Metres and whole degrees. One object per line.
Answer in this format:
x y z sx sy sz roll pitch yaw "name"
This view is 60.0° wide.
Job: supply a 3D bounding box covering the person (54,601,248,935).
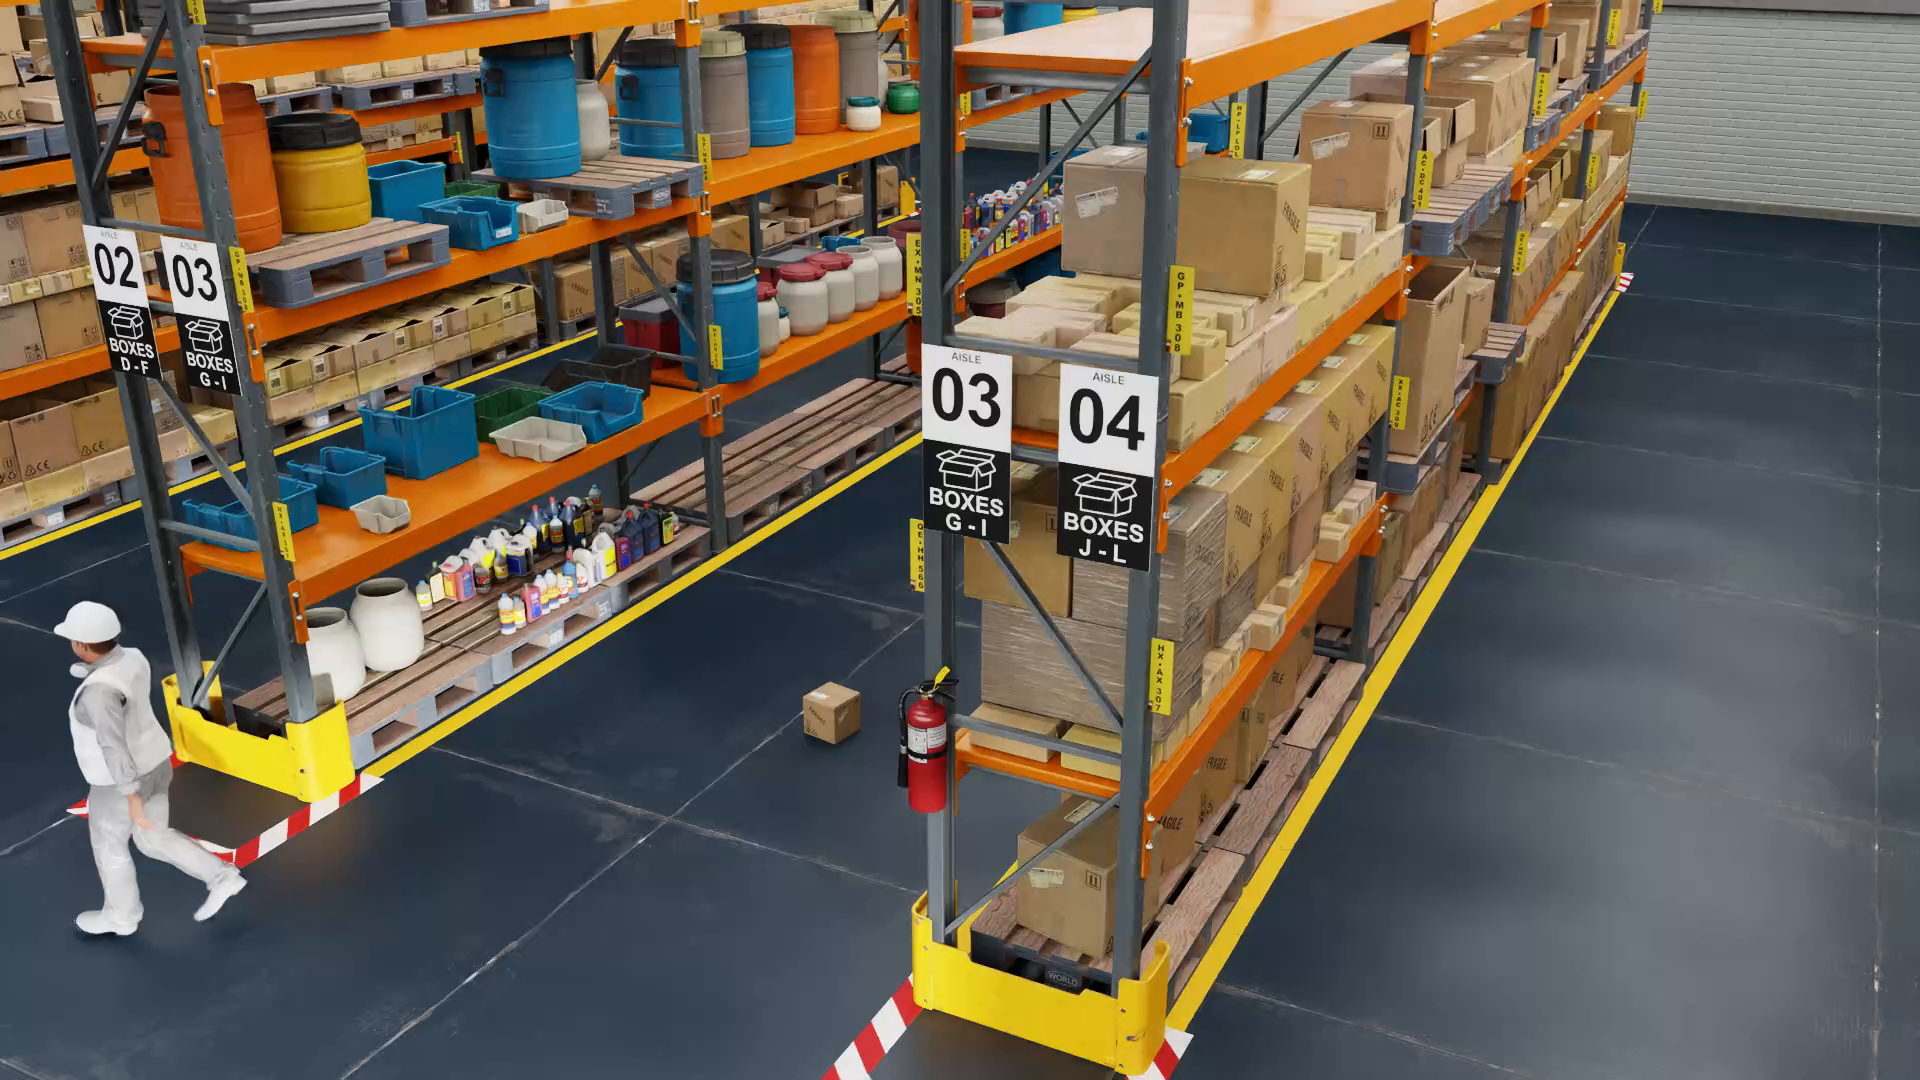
-3.984 1.114 8.058 0.860 1.747 0.622 -1 23 -2 "person"
